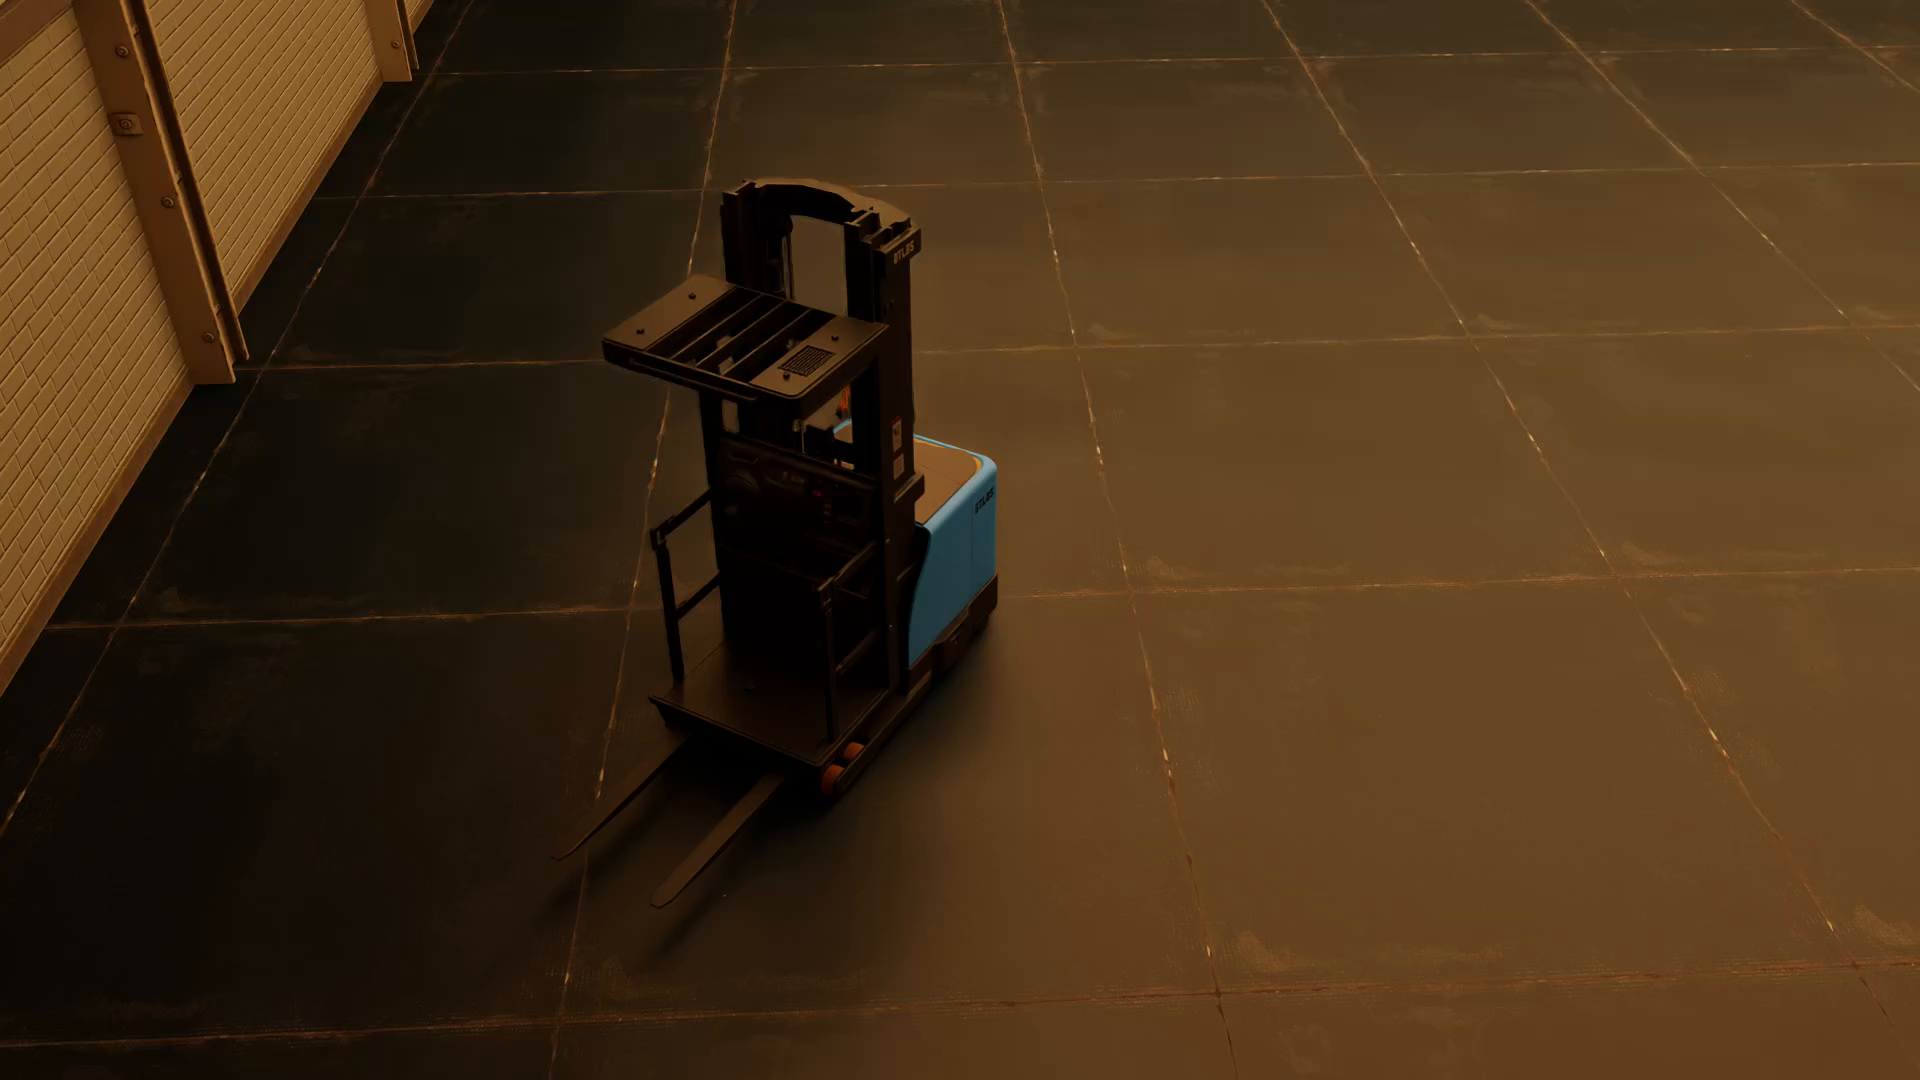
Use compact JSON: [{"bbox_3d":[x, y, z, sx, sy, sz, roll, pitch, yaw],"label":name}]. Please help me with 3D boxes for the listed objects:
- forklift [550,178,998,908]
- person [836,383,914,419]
[{"bbox_3d":[-0.944,-0.157,8.227,1.130,2.935,3.031,19,40,24],"label":"forklift"},{"bbox_3d":[-0.579,-0.979,10.585,0.420,1.556,0.745,14,38,19],"label":"person"}]
